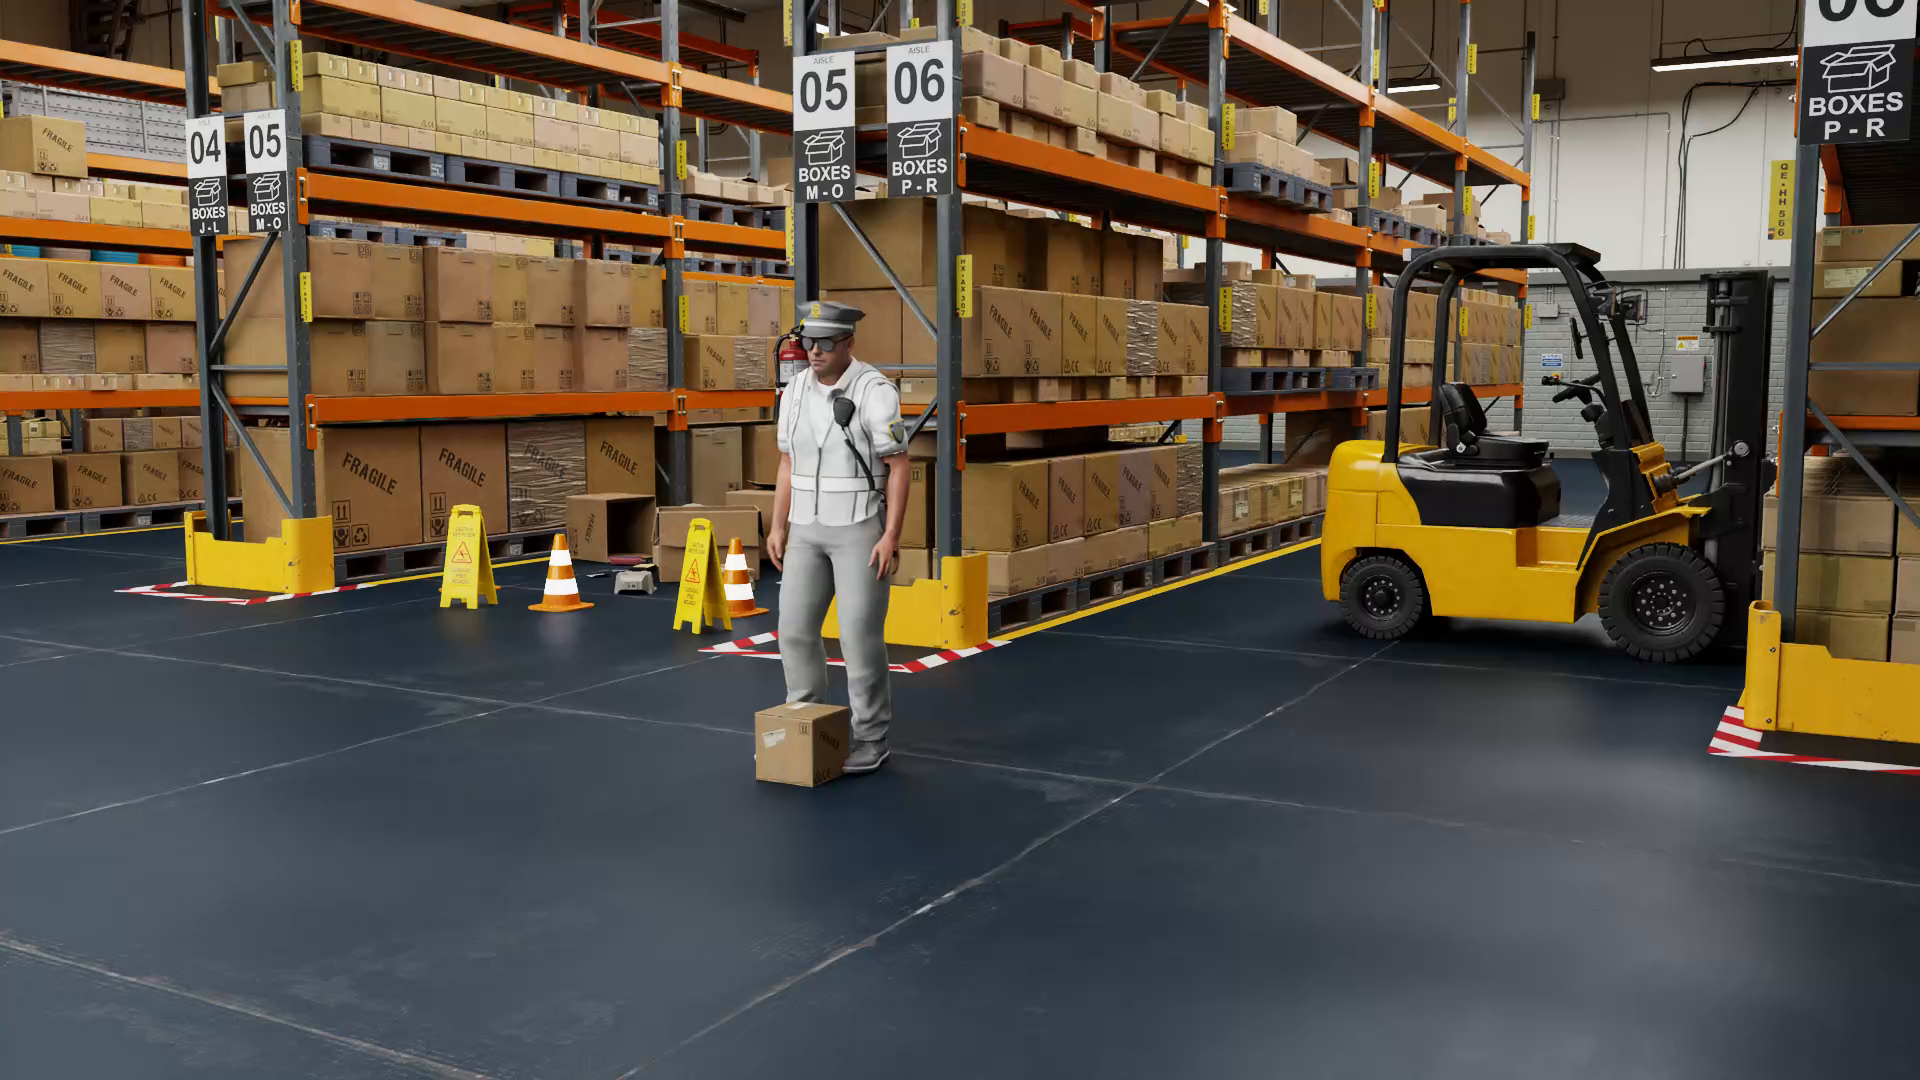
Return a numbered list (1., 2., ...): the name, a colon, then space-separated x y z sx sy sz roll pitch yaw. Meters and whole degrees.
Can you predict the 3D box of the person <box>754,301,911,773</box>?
1. person: -0.459 -0.022 6.305 0.585 1.747 0.439 3 7 28
